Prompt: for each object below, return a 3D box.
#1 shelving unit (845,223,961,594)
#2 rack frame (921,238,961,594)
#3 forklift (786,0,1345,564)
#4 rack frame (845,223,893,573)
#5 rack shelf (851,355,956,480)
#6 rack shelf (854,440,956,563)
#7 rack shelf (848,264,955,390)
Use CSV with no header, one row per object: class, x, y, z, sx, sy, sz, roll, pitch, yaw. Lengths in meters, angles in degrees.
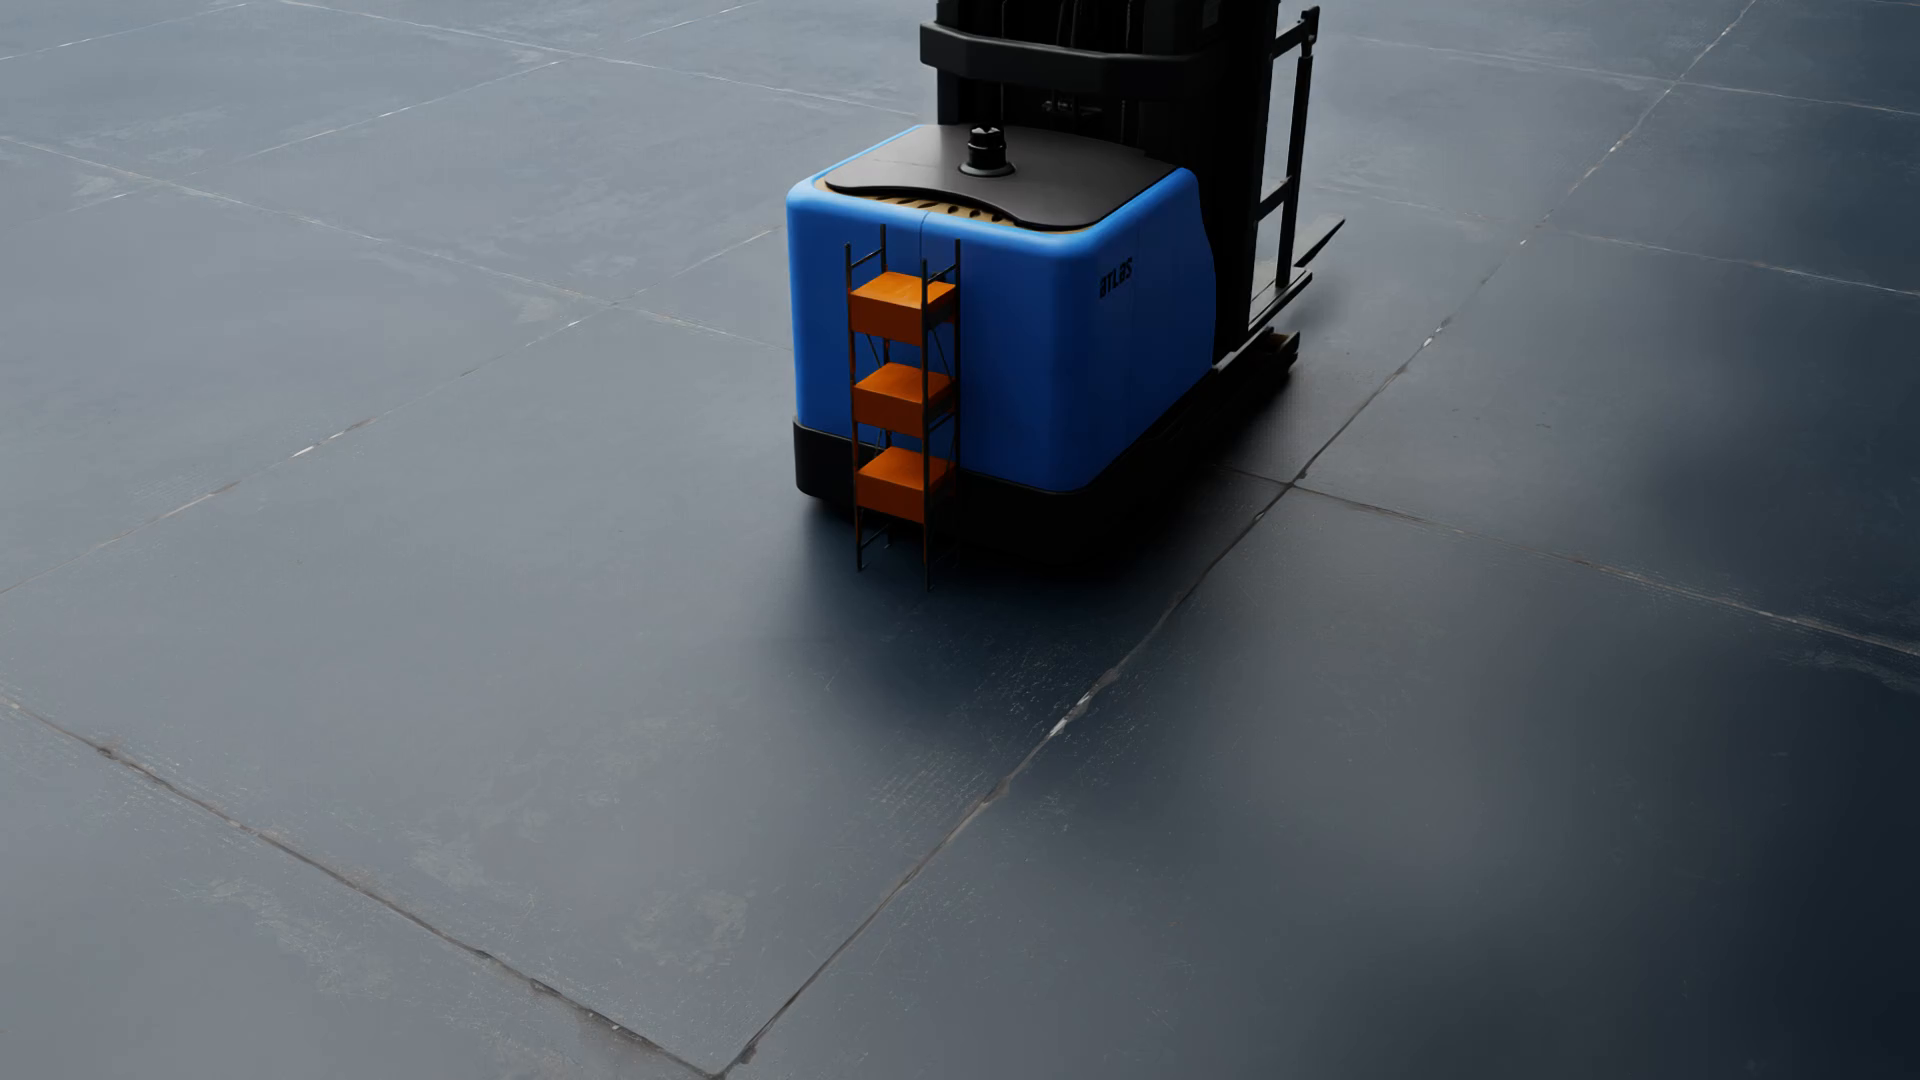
shelving unit,-0.157,-0.368,4.839,0.252,1.050,0.215,16,34,25
rack frame,-0.051,-0.337,4.786,0.008,1.050,0.200,16,34,25
forklift,0.632,-1.904,5.605,1.130,2.935,3.031,16,34,25
rack frame,-0.263,-0.398,4.891,0.008,1.050,0.200,16,34,25
rack shelf,-0.157,-0.359,4.844,0.240,0.259,0.215,16,34,25
rack shelf,-0.157,-0.119,4.984,0.240,0.259,0.215,16,34,25
rack shelf,-0.157,-0.604,4.701,0.240,0.259,0.215,16,34,25
